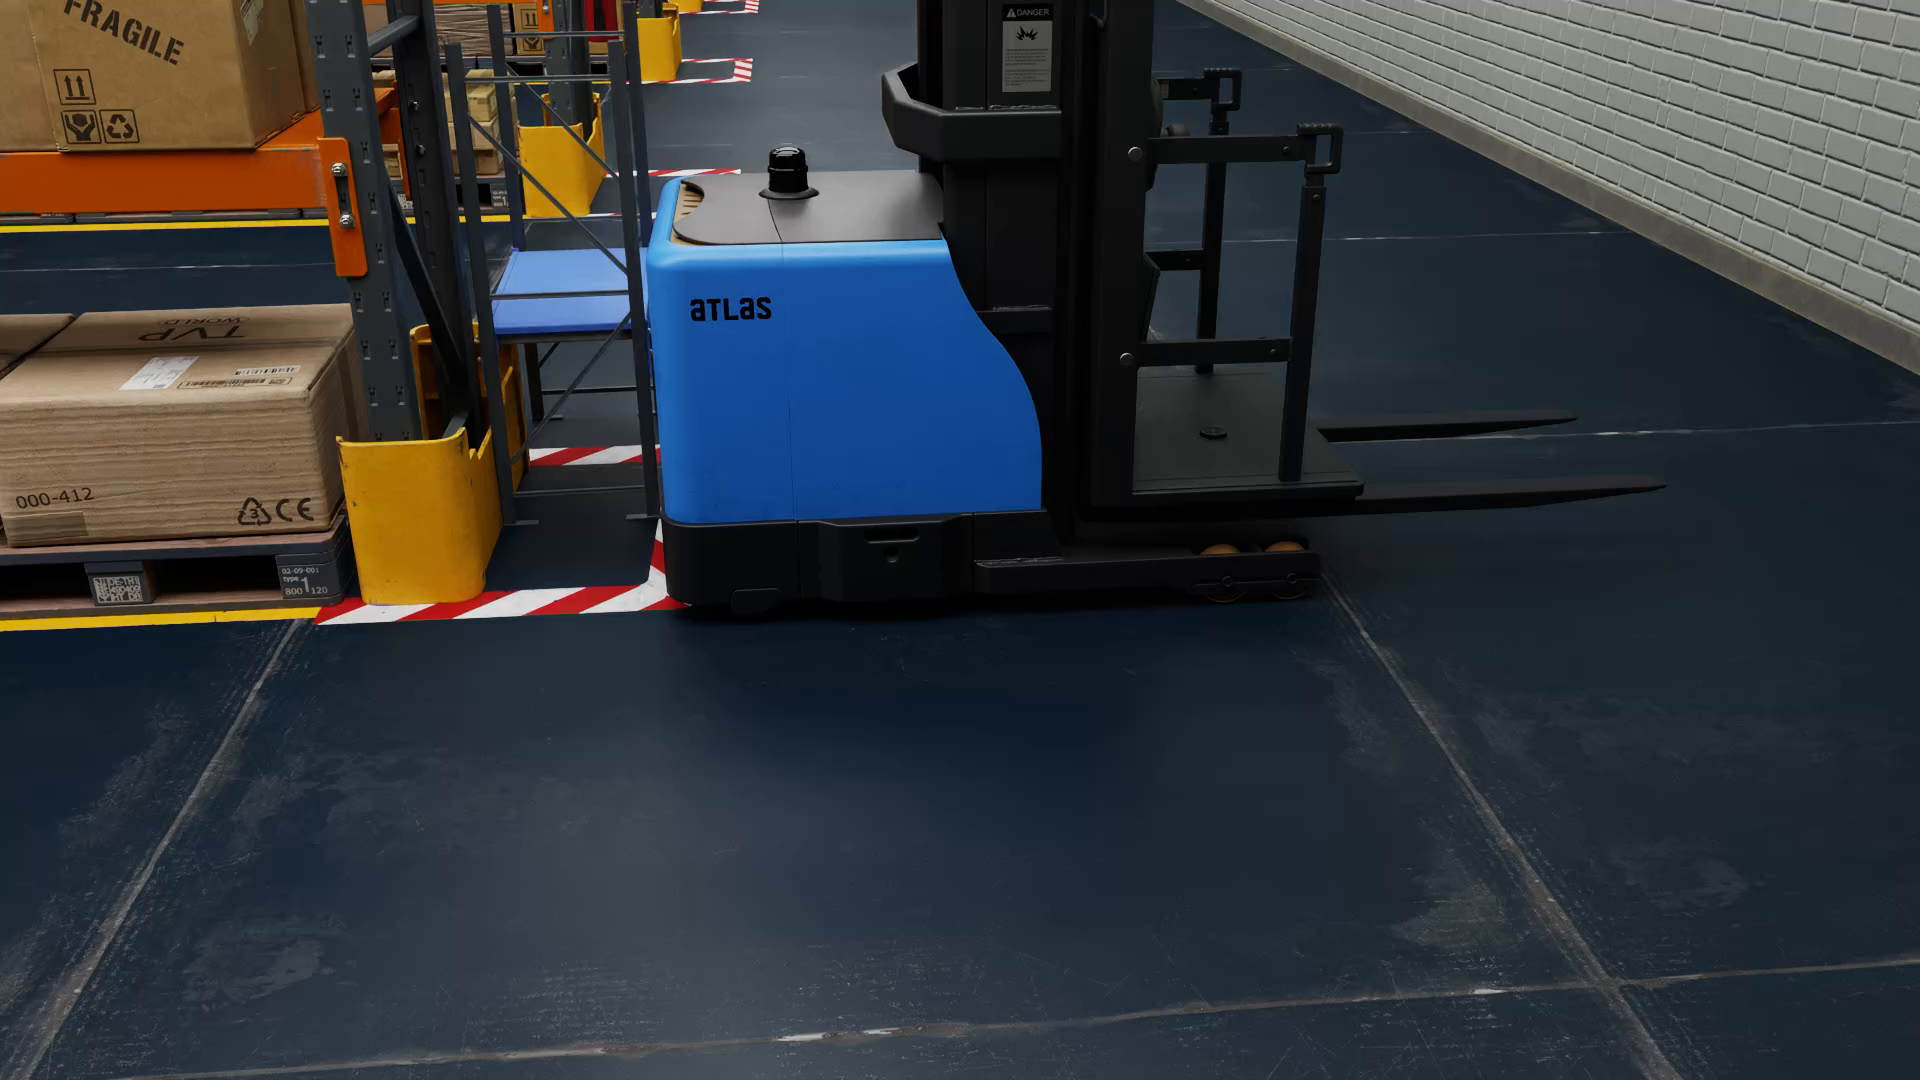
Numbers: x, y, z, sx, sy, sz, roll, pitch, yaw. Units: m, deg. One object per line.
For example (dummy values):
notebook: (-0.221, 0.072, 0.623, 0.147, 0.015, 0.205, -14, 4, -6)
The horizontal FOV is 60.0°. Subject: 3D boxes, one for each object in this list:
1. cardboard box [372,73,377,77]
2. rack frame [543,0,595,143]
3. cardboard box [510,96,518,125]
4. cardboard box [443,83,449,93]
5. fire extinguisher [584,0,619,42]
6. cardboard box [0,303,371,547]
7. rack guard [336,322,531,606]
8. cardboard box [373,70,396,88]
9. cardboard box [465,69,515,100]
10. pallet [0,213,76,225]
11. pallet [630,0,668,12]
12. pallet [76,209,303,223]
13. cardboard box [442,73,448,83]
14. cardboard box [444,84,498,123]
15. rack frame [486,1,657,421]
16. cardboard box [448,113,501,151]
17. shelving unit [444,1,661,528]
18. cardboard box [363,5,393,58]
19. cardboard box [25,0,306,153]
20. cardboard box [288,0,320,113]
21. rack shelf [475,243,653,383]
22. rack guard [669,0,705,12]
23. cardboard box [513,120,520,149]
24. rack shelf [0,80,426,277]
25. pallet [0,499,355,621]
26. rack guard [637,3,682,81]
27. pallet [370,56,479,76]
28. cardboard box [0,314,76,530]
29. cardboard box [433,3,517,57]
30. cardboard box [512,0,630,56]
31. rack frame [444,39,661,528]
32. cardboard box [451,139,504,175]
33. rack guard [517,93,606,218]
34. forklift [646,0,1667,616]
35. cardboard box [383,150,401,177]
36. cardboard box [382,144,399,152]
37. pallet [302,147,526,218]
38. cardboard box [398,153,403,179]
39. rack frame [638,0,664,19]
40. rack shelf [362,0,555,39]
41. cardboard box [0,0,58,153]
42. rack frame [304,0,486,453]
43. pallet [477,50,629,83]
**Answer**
cardboard box: (-3.561, -2.632, 9.739, 0.250, 0.149, 0.380, -3, 24, -8)
rack frame: (-2.242, -3.416, 9.242, 0.127, 3.000, 1.000, -2, 24, -5)
cardboard box: (-2.789, -2.524, 9.862, 0.250, 0.149, 0.380, -1, 24, -3)
cardboard box: (-3.000, -2.466, 9.366, 0.250, 0.149, 0.380, -2, 24, -4)
fire extinguisher: (-1.946, -3.034, 8.936, 0.183, 0.674, 0.296, -2, 24, -5)
cardboard box: (-2.302, -0.373, 5.034, 0.875, 0.438, 0.875, -3, 24, -7)
rack guard: (-1.631, -0.278, 5.259, 0.348, 0.500, 1.175, -2, 24, -5)
cardboard box: (-3.323, -2.675, 9.836, 0.250, 0.149, 0.380, -2, 24, -5)
cardboard box: (-2.797, -2.693, 9.877, 0.250, 0.149, 0.380, -3, 24, -8)
pallet: (-5.558, -2.023, 9.541, 1.213, 0.211, 1.003, -2, 24, -5)
pallet: (-3.940, -6.135, 18.793, 1.213, 0.211, 1.003, -2, 24, -5)
pallet: (-4.341, -2.073, 9.654, 1.213, 0.211, 1.003, -2, 24, -5)
cardboard box: (-3.059, -2.634, 9.743, 0.250, 0.149, 0.380, -2, 24, -4)
cardboard box: (-2.744, -2.453, 9.337, 0.250, 0.149, 0.380, -2, 24, -5)
rack frame: (-1.365, -1.155, 6.001, 0.500, 1.500, 0.032, -3, 24, -7)
cardboard box: (-2.739, -2.304, 9.368, 0.250, 0.149, 0.380, -3, 24, -7)
shelving unit: (-1.294, -0.950, 5.541, 0.538, 1.500, 1.048, -3, 24, -7)
cardboard box: (-5.049, -4.516, 13.816, 0.875, 0.875, 0.875, -2, 24, -5)
cardboard box: (-2.109, -1.338, 4.445, 0.500, 0.500, 0.500, -2, 24, -5)
cardboard box: (-2.161, -1.562, 4.947, 0.500, 0.500, 0.500, -2, 24, -6)
rack shelf: (-1.294, -0.786, 5.614, 0.538, 0.185, 1.000, -3, 24, -7)
rack guard: (-3.093, -6.291, 18.787, 0.348, 0.500, 1.175, -2, 24, -5)
cardboard box: (-2.795, -2.413, 9.980, 0.250, 0.149, 0.380, -2, 24, -4)
rack shelf: (-3.645, -1.010, 4.716, 4.000, 0.370, 1.077, -2, 24, -5)
pallet: (-2.443, -0.081, 5.173, 1.213, 0.211, 1.003, -2, 24, -5)
rack guard: (-2.605, -4.283, 14.271, 0.348, 0.500, 1.175, -2, 24, -5)
pallet: (-4.628, -4.039, 14.078, 1.213, 0.211, 1.003, -2, 24, -5)
cardboard box: (-3.212, -0.333, 4.945, 0.875, 0.438, 0.875, -2, 24, -4)
cardboard box: (-4.164, -4.551, 13.896, 0.875, 0.875, 0.875, -2, 24, -5)
cardboard box: (-3.258, -4.588, 13.977, 0.875, 0.875, 0.875, -2, 24, -5)
rack frame: (-1.223, -0.746, 5.081, 0.500, 1.500, 0.032, -3, 24, -7)
cardboard box: (-2.745, -2.200, 9.499, 0.250, 0.149, 0.380, -2, 24, -4)
rack guard: (-2.318, -2.271, 9.743, 0.348, 0.500, 1.175, -2, 24, -5)
forklift: (0.620, -1.368, 4.719, 3.031, 2.935, 1.130, -3, 24, -6)
cardboard box: (-3.263, -2.173, 9.438, 0.250, 0.149, 0.380, -2, 24, -5)
cardboard box: (-3.256, -2.283, 9.320, 0.250, 0.149, 0.380, -3, 24, -7)
pallet: (-3.130, -2.120, 9.761, 1.213, 0.211, 1.003, -2, 24, -5)
cardboard box: (-2.991, -2.148, 9.383, 0.250, 0.149, 0.380, -2, 24, -4)
rack frame: (-2.629, -5.425, 13.761, 0.127, 3.000, 1.000, -2, 24, -5)
rack shelf: (-4.232, -3.007, 9.208, 4.000, 0.370, 1.077, -2, 24, -5)
cardboard box: (-2.610, -1.325, 4.414, 0.500, 0.500, 0.500, -3, 24, -6)
rack frame: (-1.655, -1.419, 4.749, 0.127, 3.000, 1.000, -2, 24, -5)
pallet: (-3.417, -4.087, 14.185, 1.213, 0.211, 1.003, -2, 24, -5)
